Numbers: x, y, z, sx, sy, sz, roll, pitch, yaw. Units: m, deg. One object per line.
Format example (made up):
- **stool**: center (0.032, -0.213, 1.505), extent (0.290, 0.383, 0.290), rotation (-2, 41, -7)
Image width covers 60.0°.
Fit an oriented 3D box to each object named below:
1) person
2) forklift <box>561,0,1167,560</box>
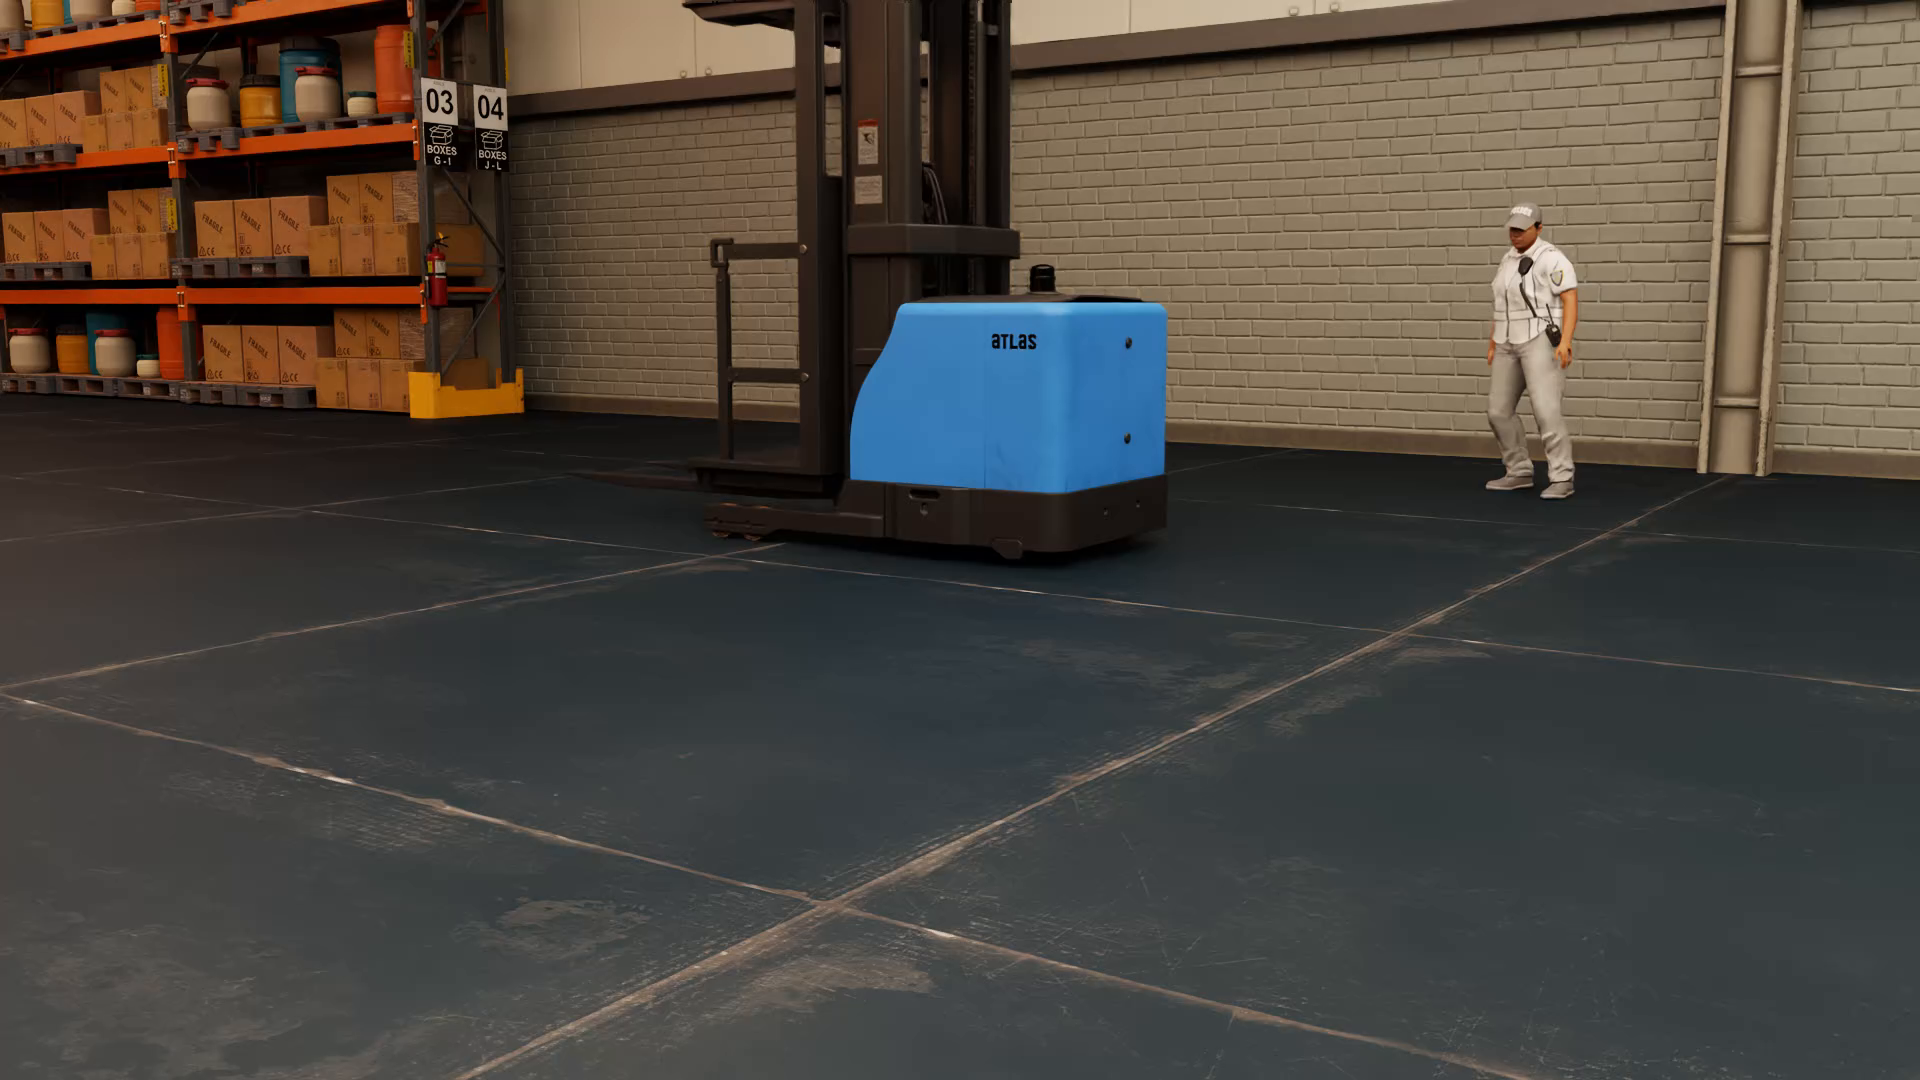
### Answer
- **person**: center (3.230, -1.085, 9.428), extent (0.454, 1.640, 0.757), rotation (-4, 9, -26)
- **forklift**: center (-0.581, -1.501, 7.747), extent (3.031, 2.935, 1.130), rotation (5, 10, 33)
